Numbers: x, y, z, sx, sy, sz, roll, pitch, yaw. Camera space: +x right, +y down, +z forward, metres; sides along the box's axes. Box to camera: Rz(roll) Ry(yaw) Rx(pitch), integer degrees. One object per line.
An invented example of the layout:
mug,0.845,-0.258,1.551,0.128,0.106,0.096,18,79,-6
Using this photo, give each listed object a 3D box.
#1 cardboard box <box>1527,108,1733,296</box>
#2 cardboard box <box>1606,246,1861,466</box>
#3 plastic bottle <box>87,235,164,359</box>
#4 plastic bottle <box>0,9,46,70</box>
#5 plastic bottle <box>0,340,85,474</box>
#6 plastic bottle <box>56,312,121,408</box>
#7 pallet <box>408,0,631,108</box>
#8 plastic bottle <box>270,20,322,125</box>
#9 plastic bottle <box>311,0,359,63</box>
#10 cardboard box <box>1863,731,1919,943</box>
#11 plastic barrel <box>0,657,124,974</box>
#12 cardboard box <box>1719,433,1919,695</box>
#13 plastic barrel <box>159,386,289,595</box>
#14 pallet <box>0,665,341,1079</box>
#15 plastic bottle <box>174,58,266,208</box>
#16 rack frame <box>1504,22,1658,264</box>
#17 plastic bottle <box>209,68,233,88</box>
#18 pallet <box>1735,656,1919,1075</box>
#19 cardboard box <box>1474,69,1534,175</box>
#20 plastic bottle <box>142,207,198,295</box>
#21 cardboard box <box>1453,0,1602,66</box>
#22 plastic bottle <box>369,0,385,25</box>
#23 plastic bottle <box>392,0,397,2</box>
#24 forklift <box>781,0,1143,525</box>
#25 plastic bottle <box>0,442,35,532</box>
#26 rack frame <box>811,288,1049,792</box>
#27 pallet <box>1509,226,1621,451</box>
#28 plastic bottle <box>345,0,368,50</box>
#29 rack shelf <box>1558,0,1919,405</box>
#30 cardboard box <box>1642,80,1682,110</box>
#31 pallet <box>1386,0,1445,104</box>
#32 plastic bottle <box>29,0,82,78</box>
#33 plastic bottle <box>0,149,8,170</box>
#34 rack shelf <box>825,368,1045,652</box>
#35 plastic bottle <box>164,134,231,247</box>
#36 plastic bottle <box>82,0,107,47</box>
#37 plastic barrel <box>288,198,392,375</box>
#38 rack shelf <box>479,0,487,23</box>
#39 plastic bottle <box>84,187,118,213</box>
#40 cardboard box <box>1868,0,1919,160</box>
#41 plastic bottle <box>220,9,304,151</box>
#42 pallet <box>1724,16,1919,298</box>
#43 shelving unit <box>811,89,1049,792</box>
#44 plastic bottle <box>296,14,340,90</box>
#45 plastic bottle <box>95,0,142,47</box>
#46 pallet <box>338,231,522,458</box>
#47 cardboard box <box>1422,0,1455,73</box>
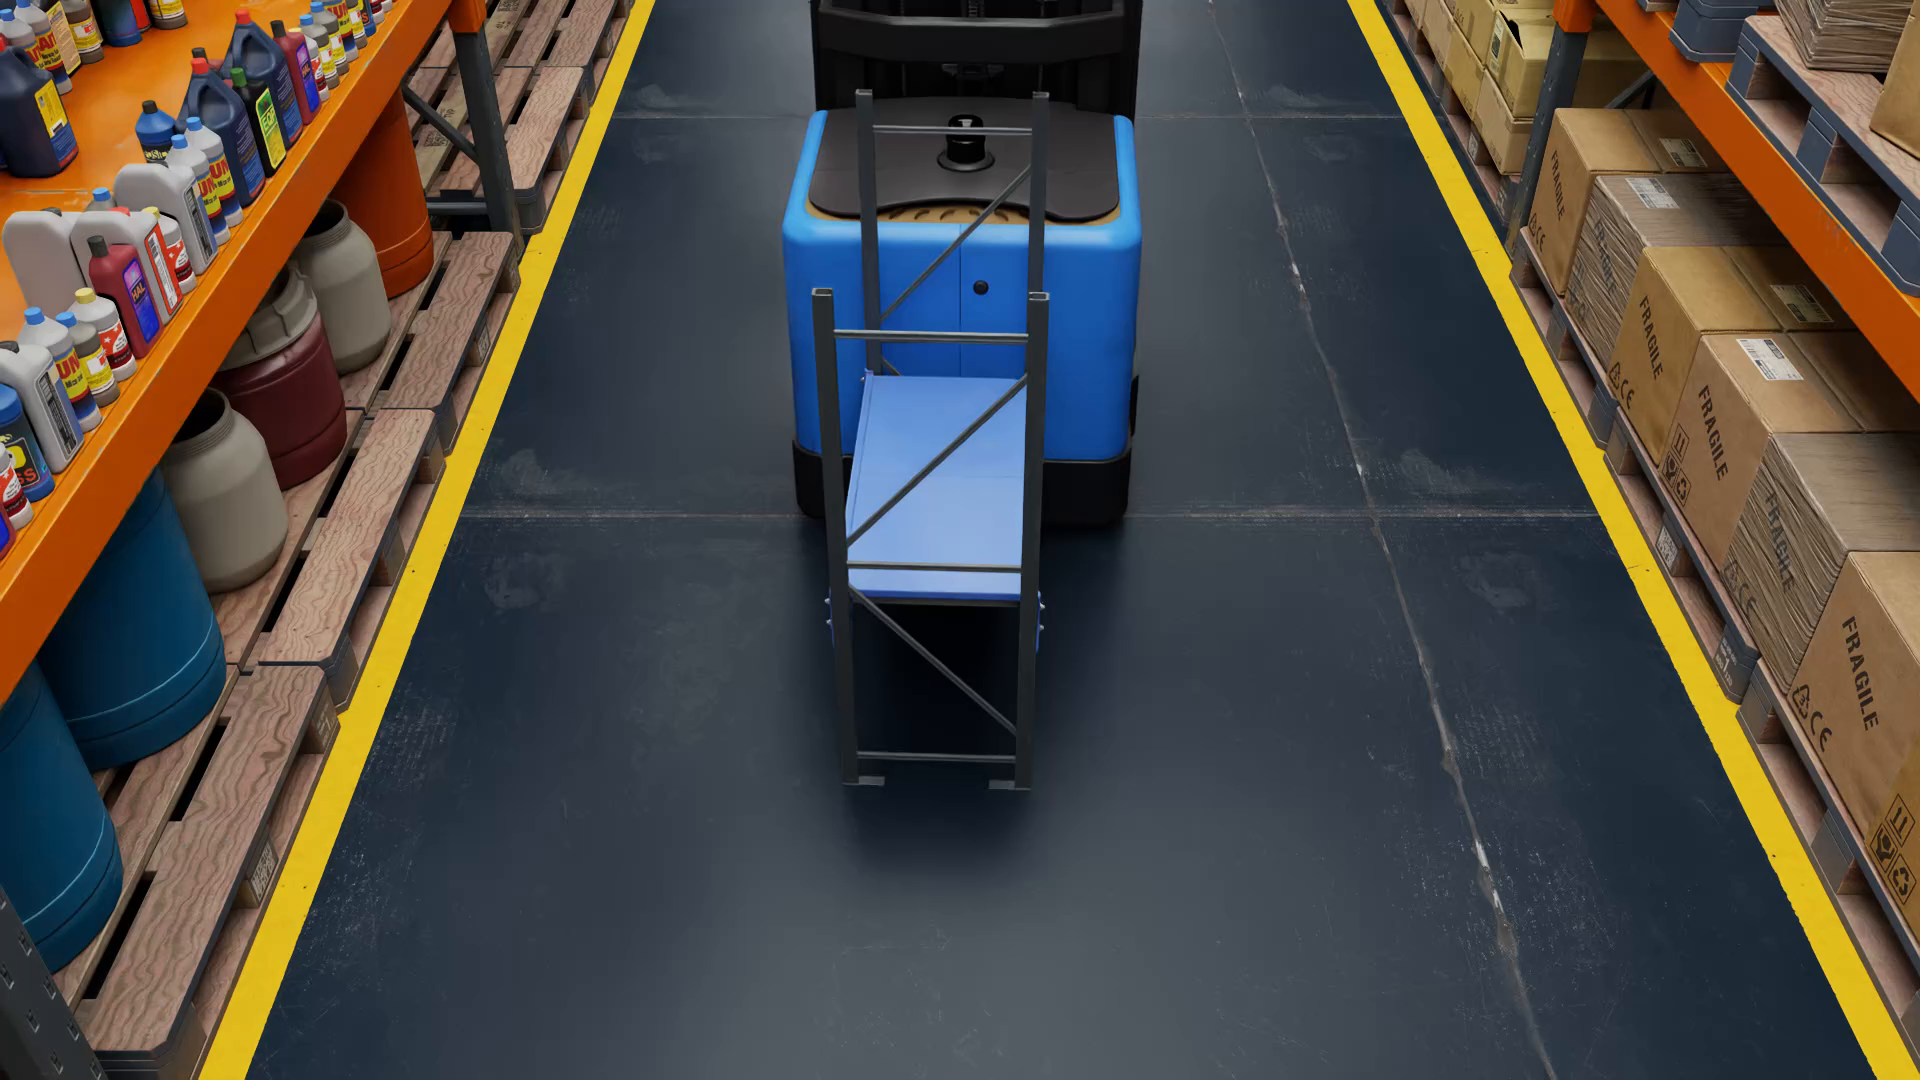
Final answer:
cardboard box,2.412,-1.223,6.024,0.500,0.500,0.500,2,39,2
cardboard box,2.413,-0.582,5.224,0.500,0.500,0.500,-1,39,-1
plastic bottle,-1.827,-0.548,3.629,0.061,0.283,0.133,0,39,0
plastic bottle,-2.605,-1.339,4.625,0.097,0.271,0.097,0,39,0
plastic bottle,-1.872,-0.279,3.298,0.152,0.276,0.135,0,39,0
plastic bottle,-1.845,-0.383,3.488,0.097,0.201,0.097,0,39,0
pallet,-2.217,-2.467,8.160,1.003,0.211,1.213,0,39,0
plastic bottle,-1.828,-1.297,4.563,0.061,0.283,0.133,0,39,0
plastic bottle,-1.847,-1.547,4.885,0.097,0.271,0.097,0,39,0
cardboard box,2.414,0.686,3.643,0.500,0.500,0.500,0,39,0
plastic barrel,-2.235,0.506,3.562,0.600,0.901,0.708,0,39,0
cardboard box,2.422,0.063,4.420,0.500,0.500,0.500,0,39,1
plastic barrel,-2.147,-0.138,4.677,0.421,0.512,0.421,0,39,0
pallet,-2.211,0.797,4.087,1.003,0.211,1.213,0,39,0
plastic bottle,-1.869,-1.025,4.170,0.144,0.351,0.185,0,39,0
rack frame,2.697,-2.311,5.735,1.000,3.000,0.127,0,39,0
plastic bottle,-1.888,-1.098,4.315,0.061,0.283,0.133,0,39,0
pallet,2.663,0.770,4.121,1.003,0.211,1.213,0,39,0
cardboard box,2.452,-1.731,6.874,0.500,0.250,0.500,1,39,1
plastic bottle,-1.845,-0.672,3.849,0.097,0.201,0.097,0,39,0
cardboard box,2.443,-2.273,7.103,0.500,0.311,0.500,-1,39,-1
plastic bottle,-1.847,-1.703,5.135,0.097,0.201,0.097,0,39,0
plastic bottle,-1.829,-1.868,5.275,0.061,0.283,0.133,0,39,0
forklift,0.064,-2.091,5.516,1.130,2.935,3.031,1,39,2
plastic bottle,-1.844,-0.116,3.155,0.097,0.201,0.097,0,39,0
rack frame,-0.062,0.067,3.967,0.500,1.500,0.032,1,39,2
pallet,2.660,-0.756,6.025,1.003,0.211,1.213,0,39,0
plastic bottle,-1.847,-1.581,4.983,0.097,0.201,0.097,0,39,0
rack shelf,2.699,-0.780,4.400,1.077,0.370,4.000,0,39,0
cardboard box,2.990,-1.949,6.698,0.500,0.311,0.500,1,39,1
pallet,2.737,-2.499,8.200,1.003,0.211,1.213,0,39,0
plastic bottle,-2.624,-1.476,4.787,0.061,0.283,0.133,0,39,0
plastic bottle,-2.578,-1.124,4.353,0.152,0.276,0.135,0,39,0
rack shelf,-0.041,-0.110,4.475,0.538,0.185,1.000,1,39,2
plastic bottle,-1.845,-0.845,4.008,0.097,0.271,0.097,0,39,0
plastic bottle,-2.624,-1.621,4.967,0.061,0.283,0.133,0,39,0
plastic barrel,-2.149,-0.844,5.558,0.421,0.512,0.421,0,39,0
rack shelf,-2.259,-3.280,7.520,1.077,0.370,4.000,0,39,0
plastic bottle,-1.997,-0.733,3.925,0.097,0.201,0.097,0,39,0
cardboard box,2.638,-1.118,3.830,0.700,0.500,0.500,-9,40,-11
plastic bottle,-1.869,-1.224,4.418,0.144,0.351,0.185,0,39,0
pallet,2.704,-1.020,4.278,1.003,0.211,1.213,0,39,0
shelving unit,-0.041,-0.250,4.363,0.538,1.500,1.048,1,39,2
plastic bottle,-1.846,-1.398,4.755,0.097,0.201,0.097,0,39,0
plastic bottle,-2.545,-1.627,4.985,0.097,0.271,0.097,0,39,0
pallet,-2.214,-0.729,5.991,1.003,0.211,1.213,0,39,0
cardboard box,2.451,-2.368,7.669,0.500,0.250,0.500,1,39,1
